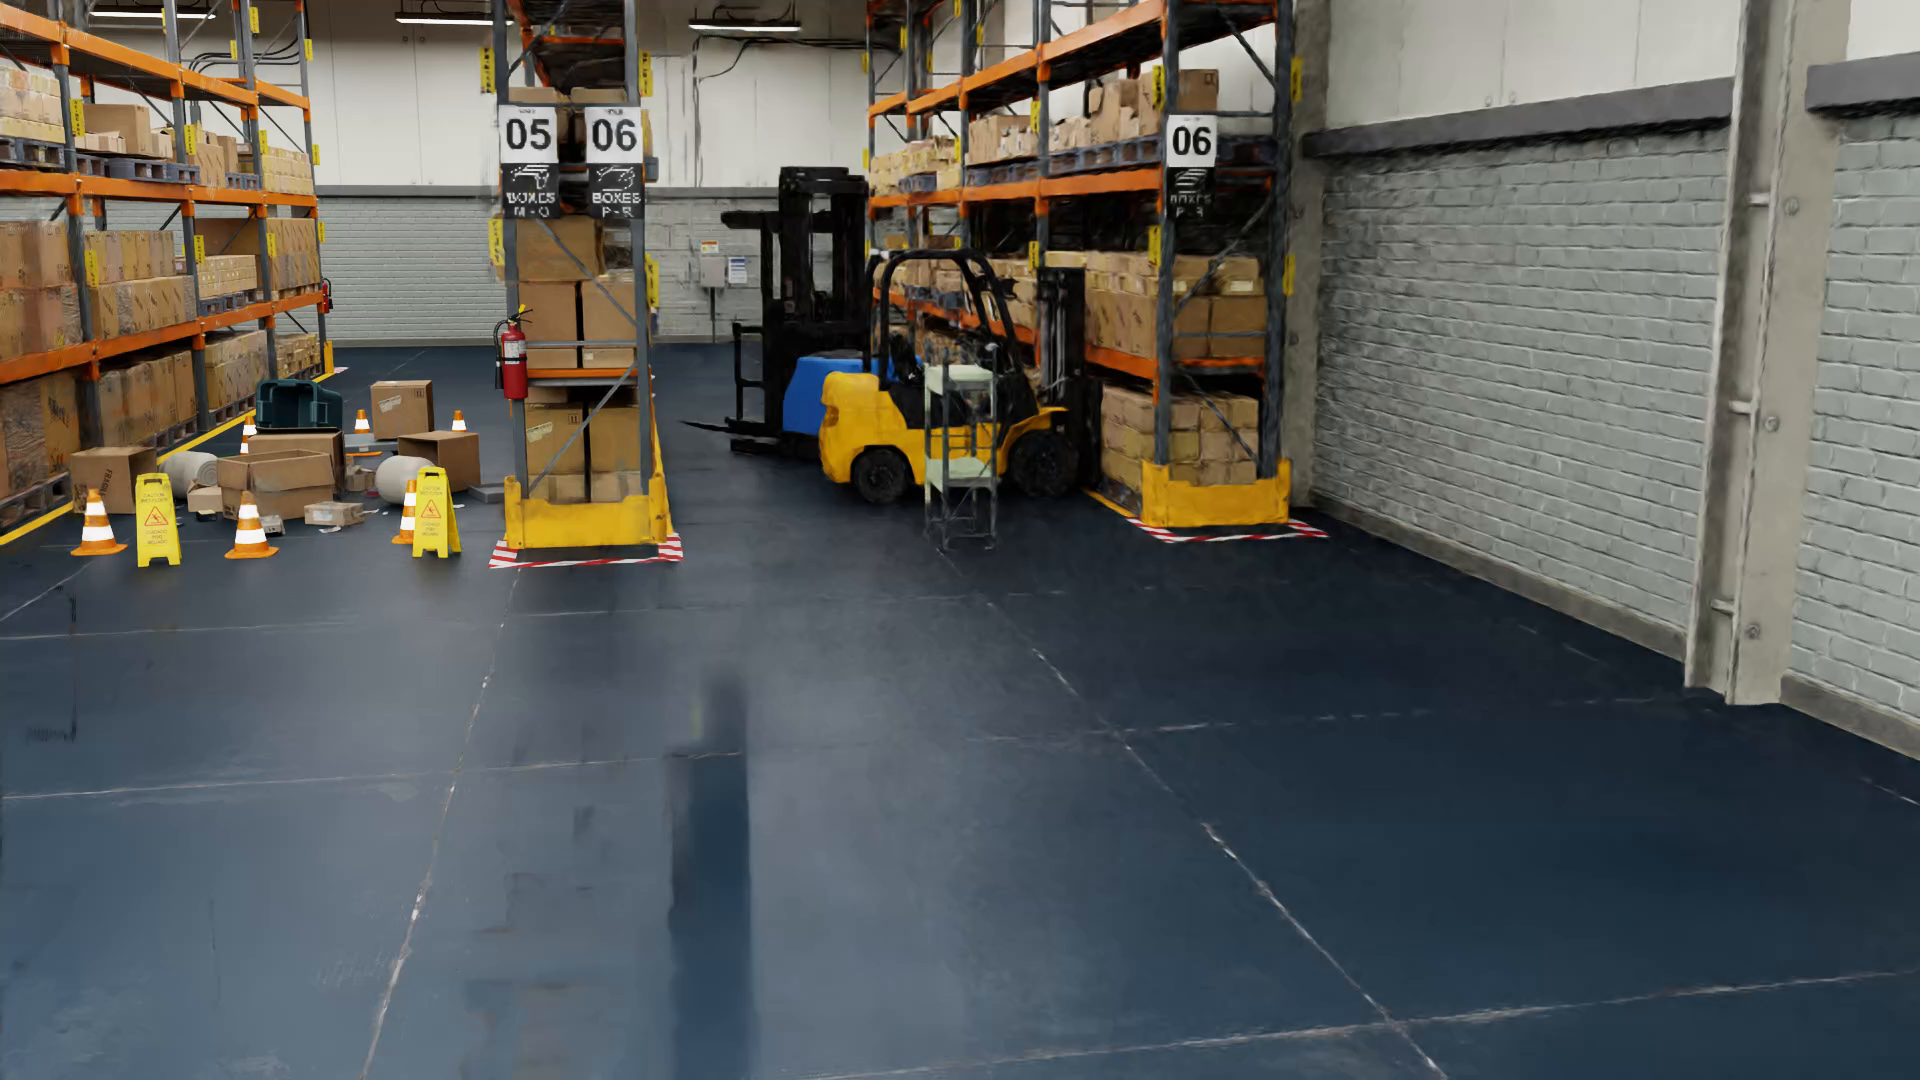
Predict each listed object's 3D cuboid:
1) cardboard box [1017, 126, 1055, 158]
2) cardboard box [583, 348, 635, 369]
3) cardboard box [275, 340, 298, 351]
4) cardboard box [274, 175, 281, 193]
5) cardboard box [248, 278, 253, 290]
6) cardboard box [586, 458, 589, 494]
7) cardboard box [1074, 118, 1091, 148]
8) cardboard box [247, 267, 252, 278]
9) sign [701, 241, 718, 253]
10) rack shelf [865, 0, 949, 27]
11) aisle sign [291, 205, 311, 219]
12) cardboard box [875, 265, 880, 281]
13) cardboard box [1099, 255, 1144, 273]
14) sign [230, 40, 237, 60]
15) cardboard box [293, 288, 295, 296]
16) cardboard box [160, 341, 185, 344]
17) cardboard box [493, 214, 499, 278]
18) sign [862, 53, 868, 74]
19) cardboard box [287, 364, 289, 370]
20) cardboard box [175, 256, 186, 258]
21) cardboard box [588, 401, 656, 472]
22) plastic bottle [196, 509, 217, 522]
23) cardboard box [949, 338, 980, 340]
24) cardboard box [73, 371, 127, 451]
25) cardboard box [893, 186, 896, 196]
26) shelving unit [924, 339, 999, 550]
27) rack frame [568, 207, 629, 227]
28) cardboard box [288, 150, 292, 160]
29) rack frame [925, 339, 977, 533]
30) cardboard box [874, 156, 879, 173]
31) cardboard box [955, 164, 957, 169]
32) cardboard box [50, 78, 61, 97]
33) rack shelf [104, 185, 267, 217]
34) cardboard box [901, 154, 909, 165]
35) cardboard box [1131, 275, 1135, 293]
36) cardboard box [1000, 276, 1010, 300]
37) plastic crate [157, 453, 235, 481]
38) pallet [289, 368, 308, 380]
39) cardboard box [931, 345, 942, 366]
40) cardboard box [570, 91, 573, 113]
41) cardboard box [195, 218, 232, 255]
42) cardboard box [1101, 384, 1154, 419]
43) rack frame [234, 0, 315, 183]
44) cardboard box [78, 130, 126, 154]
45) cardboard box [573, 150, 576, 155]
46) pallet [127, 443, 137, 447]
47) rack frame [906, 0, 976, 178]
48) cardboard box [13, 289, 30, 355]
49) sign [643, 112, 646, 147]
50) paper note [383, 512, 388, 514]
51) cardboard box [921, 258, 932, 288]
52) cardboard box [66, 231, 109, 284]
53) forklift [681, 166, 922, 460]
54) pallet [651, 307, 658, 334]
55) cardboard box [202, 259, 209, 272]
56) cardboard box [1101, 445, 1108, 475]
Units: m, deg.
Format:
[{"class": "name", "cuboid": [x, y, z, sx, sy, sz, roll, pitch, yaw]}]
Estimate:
[{"class": "cardboard box", "cuboid": [0.903, -4.167, 17.394, 0.500, 0.311, 0.500, -2, 11, -13]}, {"class": "cardboard box", "cuboid": [-2.670, -1.390, 12.648, 0.380, 0.149, 0.250, -2, 11, -11]}, {"class": "cardboard box", "cuboid": [-10.120, -2.902, 24.832, 0.380, 0.149, 0.250, -2, 11, -11]}, {"class": "cardboard box", "cuboid": [-9.915, -5.032, 23.489, 0.500, 0.250, 0.500, -2, 11, -12]}, {"class": "cardboard box", "cuboid": [-9.654, -3.415, 22.167, 0.380, 0.149, 0.250, -2, 11, -11]}, {"class": "cardboard box", "cuboid": [-3.321, -0.533, 13.704, 0.500, 0.250, 0.500, -2, 11, -11]}, {"class": "cardboard box", "cuboid": [1.274, -3.738, 15.259, 0.396, 0.266, 0.258, -2, 11, -12]}, {"class": "cardboard box", "cuboid": [-9.654, -3.561, 22.135, 0.380, 0.149, 0.250, -2, 11, -11]}, {"class": "sign", "cuboid": [-5.045, -5.903, 33.477, 0.339, 0.242, 0.001, -2, 11, -11]}, {"class": "rack shelf", "cuboid": [-0.662, -8.419, 25.896, 1.077, 0.370, 4.000, -2, 11, -11]}, {"class": "aisle sign", "cuboid": [-10.475, -5.481, 26.517, 0.394, 0.787, 0.004, -2, 11, -11]}, {"class": "cardboard box", "cuboid": [-1.129, -4.446, 27.639, 0.500, 0.250, 0.500, -2, 11, -10]}, {"class": "cardboard box", "cuboid": [1.438, -2.427, 14.628, 0.380, 0.149, 0.250, -2, 11, -10]}, {"class": "sign", "cuboid": [-11.287, -7.605, 25.873, 0.100, 0.325, 0.005, -2, 11, -11]}, {"class": "cardboard box", "cuboid": [-10.183, -3.719, 24.885, 0.380, 0.149, 0.250, -2, 11, -10]}, {"class": "cardboard box", "cuboid": [-9.698, -2.267, 20.141, 0.500, 0.250, 0.500, -2, 11, -10]}, {"class": "cardboard box", "cuboid": [-3.412, -2.398, 13.539, 0.700, 0.500, 0.500, -2, 11, -12]}, {"class": "sign", "cuboid": [-1.583, -7.984, 27.868, 0.100, 0.325, 0.005, -2, 11, -11]}, {"class": "cardboard box", "cuboid": [-10.069, -2.515, 24.391, 0.380, 0.149, 0.250, -3, 11, -13]}, {"class": "cardboard box", "cuboid": [-10.198, -3.588, 21.483, 0.380, 0.149, 0.250, -2, 11, -12]}, {"class": "cardboard box", "cuboid": [-2.698, -0.830, 13.258, 0.500, 0.500, 0.500, -3, 11, -13]}, {"class": "plastic bottle", "cuboid": [-6.174, -0.205, 13.612, 0.133, 0.061, 0.283, -6, 13, -31]}, {"class": "cardboard box", "cuboid": [0.062, -2.619, 22.262, 0.380, 0.149, 0.250, -2, 11, -9]}, {"class": "cardboard box", "cuboid": [-8.630, -1.190, 15.821, 1.050, 0.750, 0.750, -2, 11, -11]}, {"class": "cardboard box", "cuboid": [-0.843, -5.467, 26.045, 0.380, 0.149, 0.250, -2, 11, -10]}, {"class": "shelving unit", "cuboid": [0.001, -0.736, 12.550, 0.431, 1.500, 0.755, -2, 11, -11]}, {"class": "rack frame", "cuboid": [-5.141, -3.644, 23.821, 1.000, 3.000, 0.127, -2, 11, -11]}, {"class": "cardboard box", "cuboid": [-10.184, -5.734, 24.778, 0.380, 0.149, 0.250, -2, 11, -10]}, {"class": "rack frame", "cuboid": [-0.070, -0.803, 12.903, 0.400, 1.500, 0.023, -2, 11, -11]}, {"class": "cardboard box", "cuboid": [-1.131, -6.166, 27.317, 0.500, 0.250, 0.500, -2, 11, -11]}, {"class": "cardboard box", "cuboid": [0.142, -4.841, 21.422, 0.380, 0.149, 0.250, -2, 11, -10]}, {"class": "cardboard box", "cuboid": [-8.037, -3.920, 14.397, 0.380, 0.149, 0.250, -2, 11, -11]}, {"class": "rack shelf", "cuboid": [-9.588, -4.199, 20.637, 1.077, 0.370, 4.000, -2, 11, -11]}, {"class": "cardboard box", "cuboid": [-0.645, -5.506, 24.068, 0.380, 0.149, 0.250, -2, 11, -9]}, {"class": "cardboard box", "cuboid": [1.649, -2.141, 13.923, 0.380, 0.149, 0.250, -2, 11, -10]}, {"class": "cardboard box", "cuboid": [0.736, -2.799, 18.444, 0.500, 0.250, 0.500, -2, 11, -10]}, {"class": "plastic crate", "cuboid": [-7.102, -0.641, 15.409, 0.450, 0.188, 0.662, -7, 8, 20]}, {"class": "pallet", "cuboid": [-10.383, -2.422, 24.857, 1.003, 0.211, 1.213, -2, 11, -11]}, {"class": "cardboard box", "cuboid": [-0.099, -2.423, 22.964, 0.500, 0.500, 0.500, -3, 11, -13]}, {"class": "cardboard box", "cuboid": [-2.741, -3.304, 12.548, 0.380, 0.149, 0.250, -2, 11, -11]}, {"class": "cardboard box", "cuboid": [-10.334, -4.209, 23.049, 0.500, 0.500, 0.500, -3, 11, -13]}, {"class": "cardboard box", "cuboid": [1.452, -1.230, 14.693, 0.500, 0.250, 0.500, -2, 11, -10]}, {"class": "rack frame", "cuboid": [-10.755, -7.126, 26.071, 1.000, 3.000, 0.127, -2, 11, -11]}, {"class": "cardboard box", "cuboid": [-8.577, -3.992, 16.596, 0.396, 0.266, 0.258, -2, 11, -11]}, {"class": "cardboard box", "cuboid": [-3.474, -3.353, 13.875, 0.500, 0.250, 0.500, -2, 11, -10]}, {"class": "pallet", "cuboid": [-8.645, -0.747, 16.059, 1.003, 0.211, 1.213, -2, 11, -11]}, {"class": "rack frame", "cuboid": [-0.273, -6.773, 24.212, 1.000, 3.000, 0.127, -2, 11, -11]}, {"class": "cardboard box", "cuboid": [-8.219, -1.782, 13.633, 0.875, 0.550, 0.550, -2, 11, -11]}, {"class": "sign", "cuboid": [-3.055, -3.926, 15.894, 0.100, 0.325, 0.005, -2, 11, -11]}, {"class": "paper note", "cuboid": [-4.786, -0.226, 13.854, 0.032, 0.001, 0.123, -2, 11, -11]}, {"class": "cardboard box", "cuboid": [-0.145, -3.745, 22.960, 0.700, 0.500, 0.500, -2, 11, -11]}, {"class": "cardboard box", "cuboid": [-8.626, -2.704, 15.939, 0.700, 0.500, 0.500, -2, 11, -12]}, {"class": "forklift", "cuboid": [-1.768, -2.375, 17.334, 3.031, 2.935, 1.130, 10, 15, 43]}, {"class": "pallet", "cuboid": [-3.591, -2.228, 16.894, 1.003, 0.211, 1.213, -2, 11, -11]}, {"class": "cardboard box", "cuboid": [-9.197, -3.273, 19.830, 0.380, 0.149, 0.250, -2, 11, -11]}, {"class": "cardboard box", "cuboid": [1.484, -0.738, 14.785, 0.500, 0.250, 0.500, -2, 11, -10]}]
